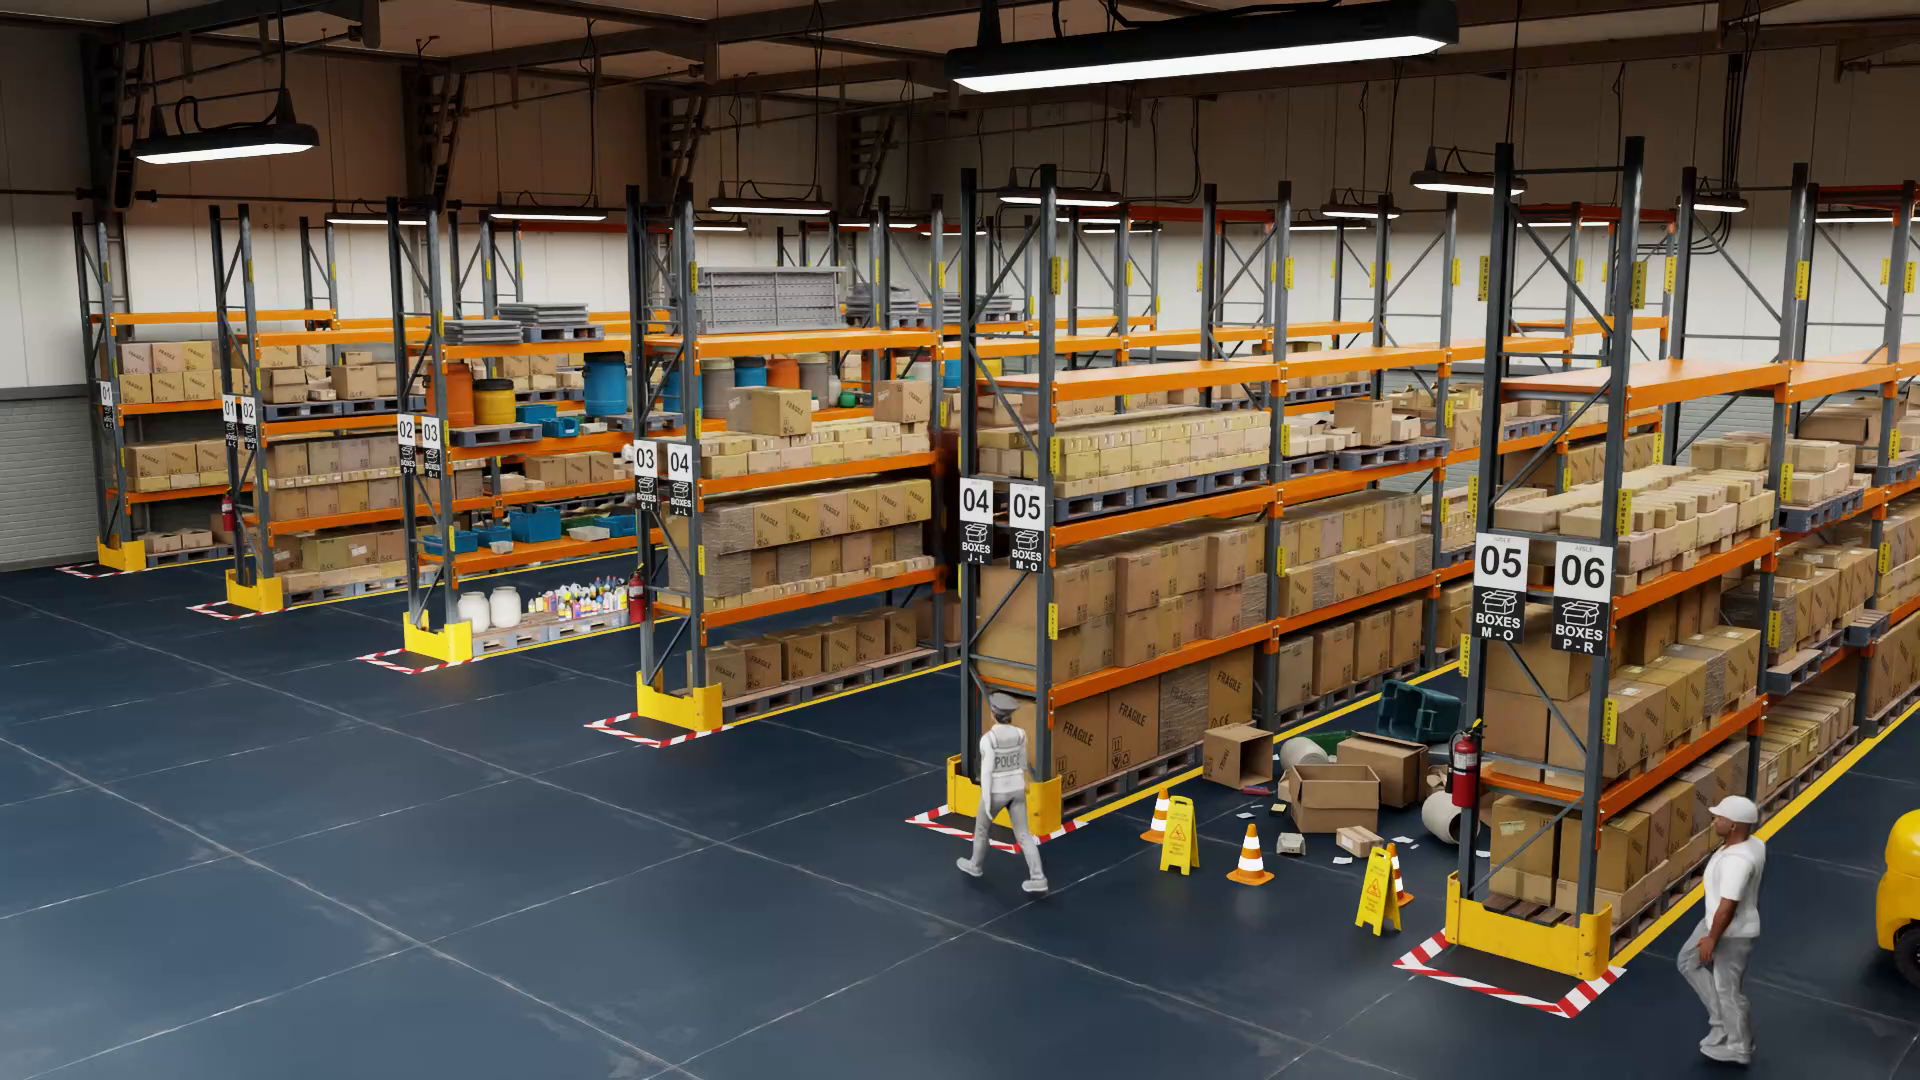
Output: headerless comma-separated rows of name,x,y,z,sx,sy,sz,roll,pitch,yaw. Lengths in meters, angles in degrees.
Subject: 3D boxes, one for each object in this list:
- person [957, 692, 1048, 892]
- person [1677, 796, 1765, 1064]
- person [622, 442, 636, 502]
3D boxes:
person,0.350,2.083,13.804,0.496,1.624,1.043,-6,11,-33
person,4.946,2.529,10.768,0.489,1.799,0.580,3,10,17
person,-6.743,-1.292,33.699,0.536,1.751,0.585,-4,10,-25
